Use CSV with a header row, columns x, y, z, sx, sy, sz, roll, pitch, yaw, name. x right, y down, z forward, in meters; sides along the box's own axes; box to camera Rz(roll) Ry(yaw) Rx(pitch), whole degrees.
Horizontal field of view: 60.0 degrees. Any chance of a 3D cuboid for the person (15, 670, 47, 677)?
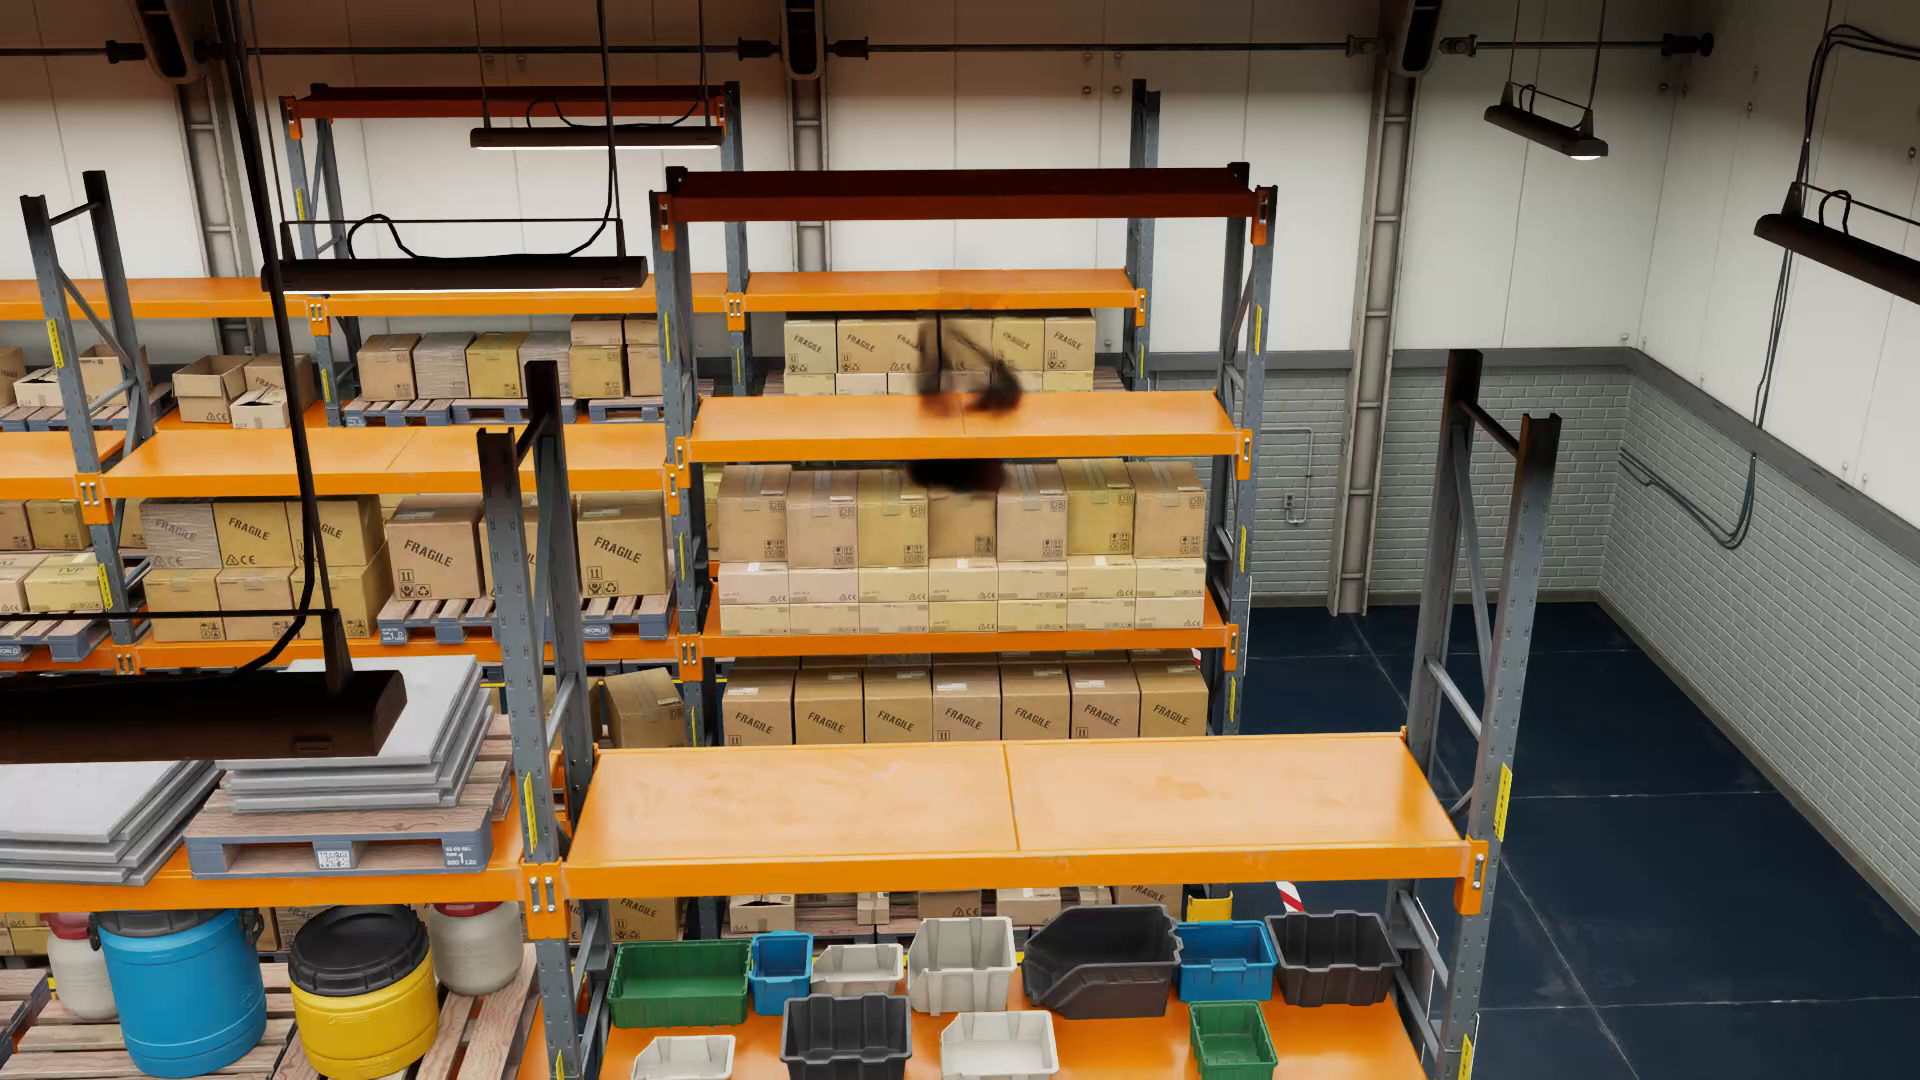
x,y,z,sx,sy,sz,roll,pitch,yaw,name
-8.010,1.755,14.553,0.778,1.742,0.545,-2,22,-6,person
